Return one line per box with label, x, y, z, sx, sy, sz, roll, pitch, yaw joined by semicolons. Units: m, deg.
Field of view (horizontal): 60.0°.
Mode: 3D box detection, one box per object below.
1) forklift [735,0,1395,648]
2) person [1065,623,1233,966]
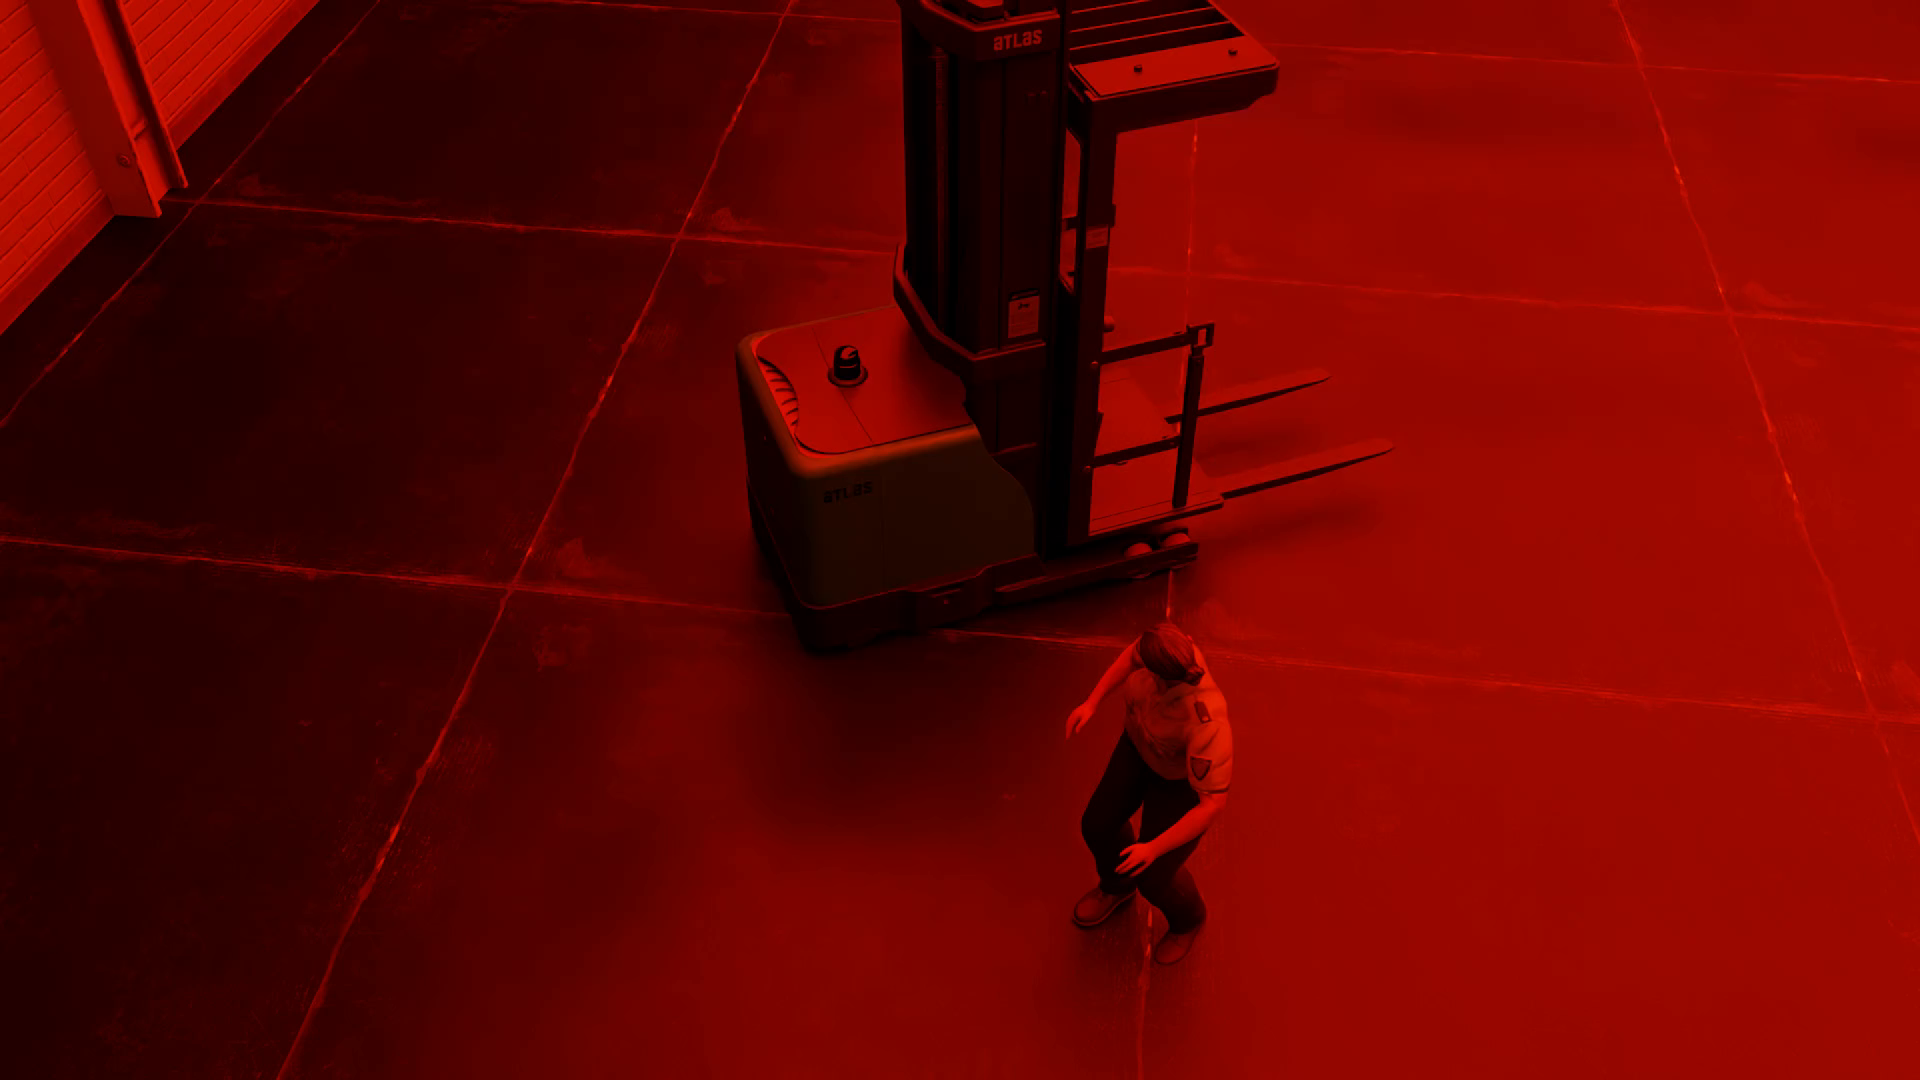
forklift;0.572;-1.223;7.055;3.031;2.935;1.130;-14;44;-15
person;0.635;0.883;5.792;0.550;1.609;0.719;-21;47;-21
